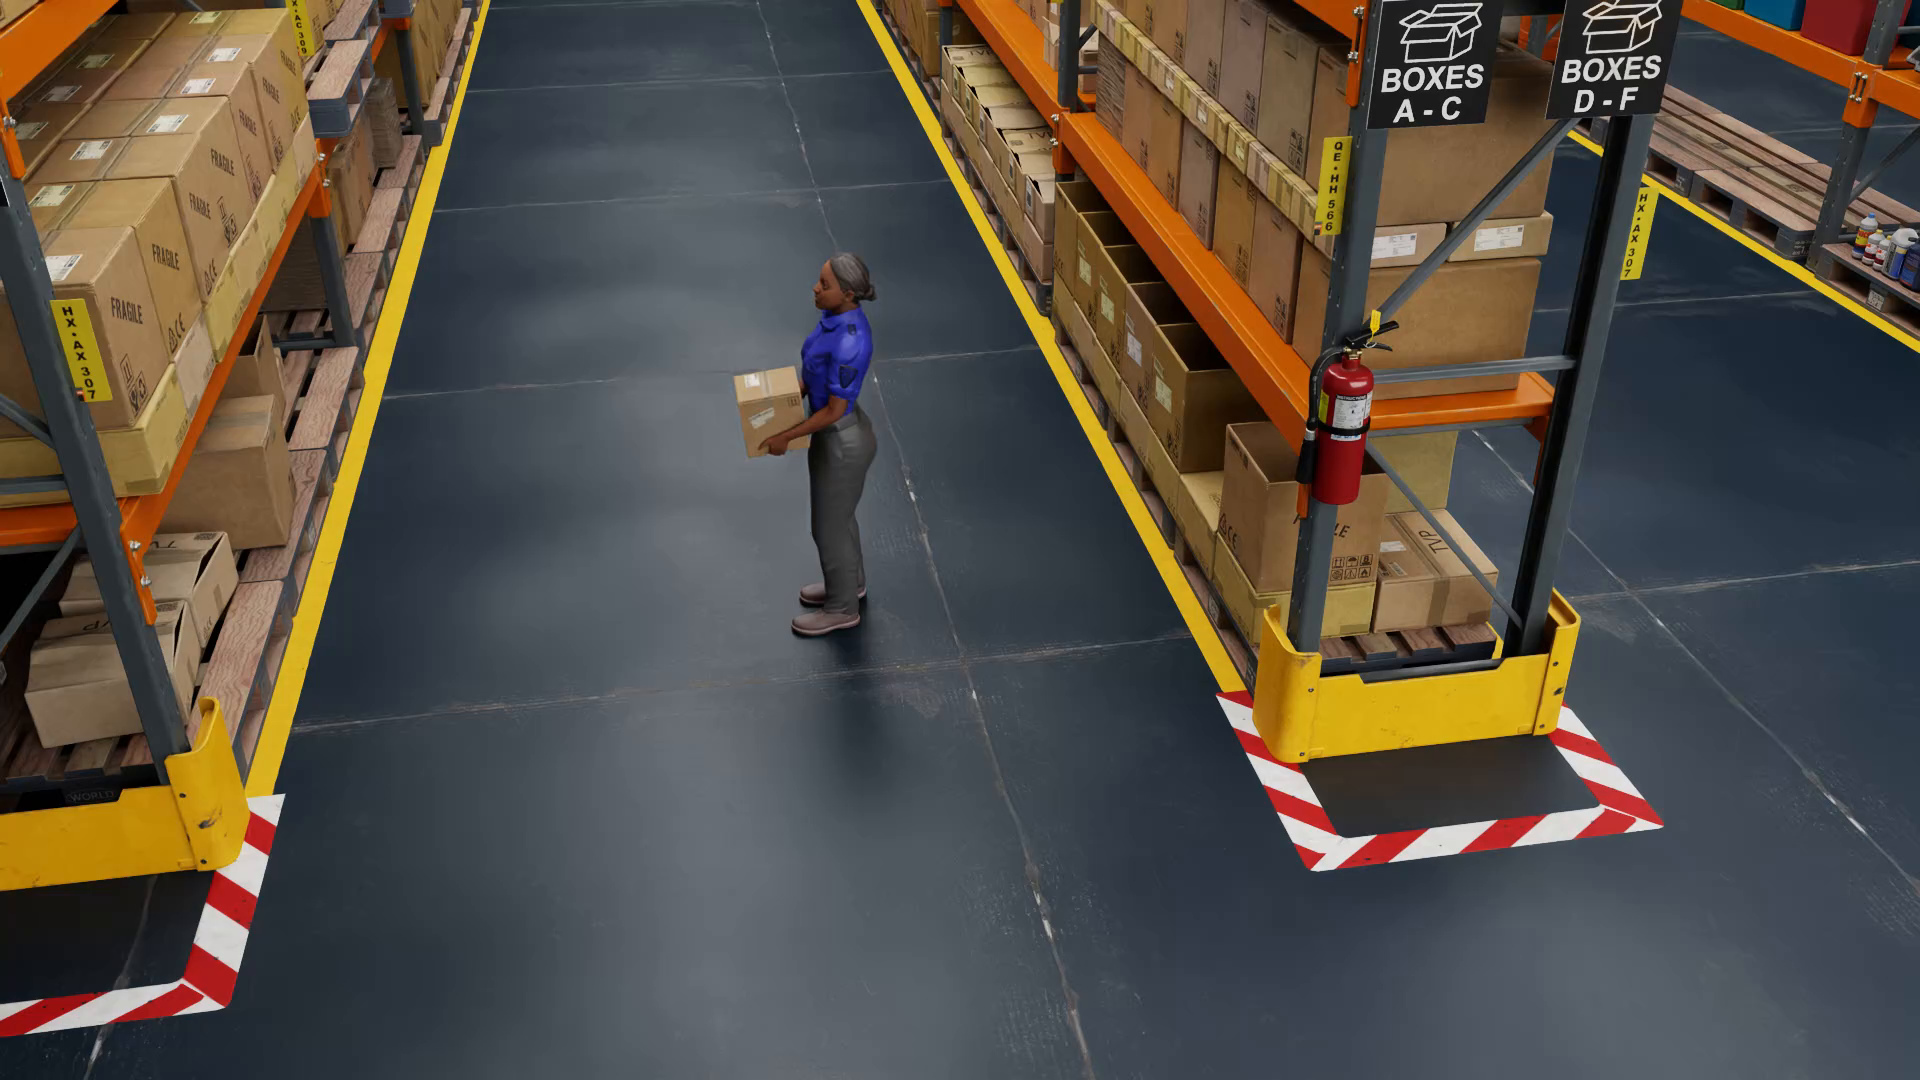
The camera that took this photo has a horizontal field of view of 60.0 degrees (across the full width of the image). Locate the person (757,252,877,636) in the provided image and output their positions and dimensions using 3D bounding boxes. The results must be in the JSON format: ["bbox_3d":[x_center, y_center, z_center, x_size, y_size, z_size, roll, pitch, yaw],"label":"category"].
[{"bbox_3d":[-0.578,-0.384,6.784,0.512,1.649,0.452,-5,31,-9],"label":"person"}]
